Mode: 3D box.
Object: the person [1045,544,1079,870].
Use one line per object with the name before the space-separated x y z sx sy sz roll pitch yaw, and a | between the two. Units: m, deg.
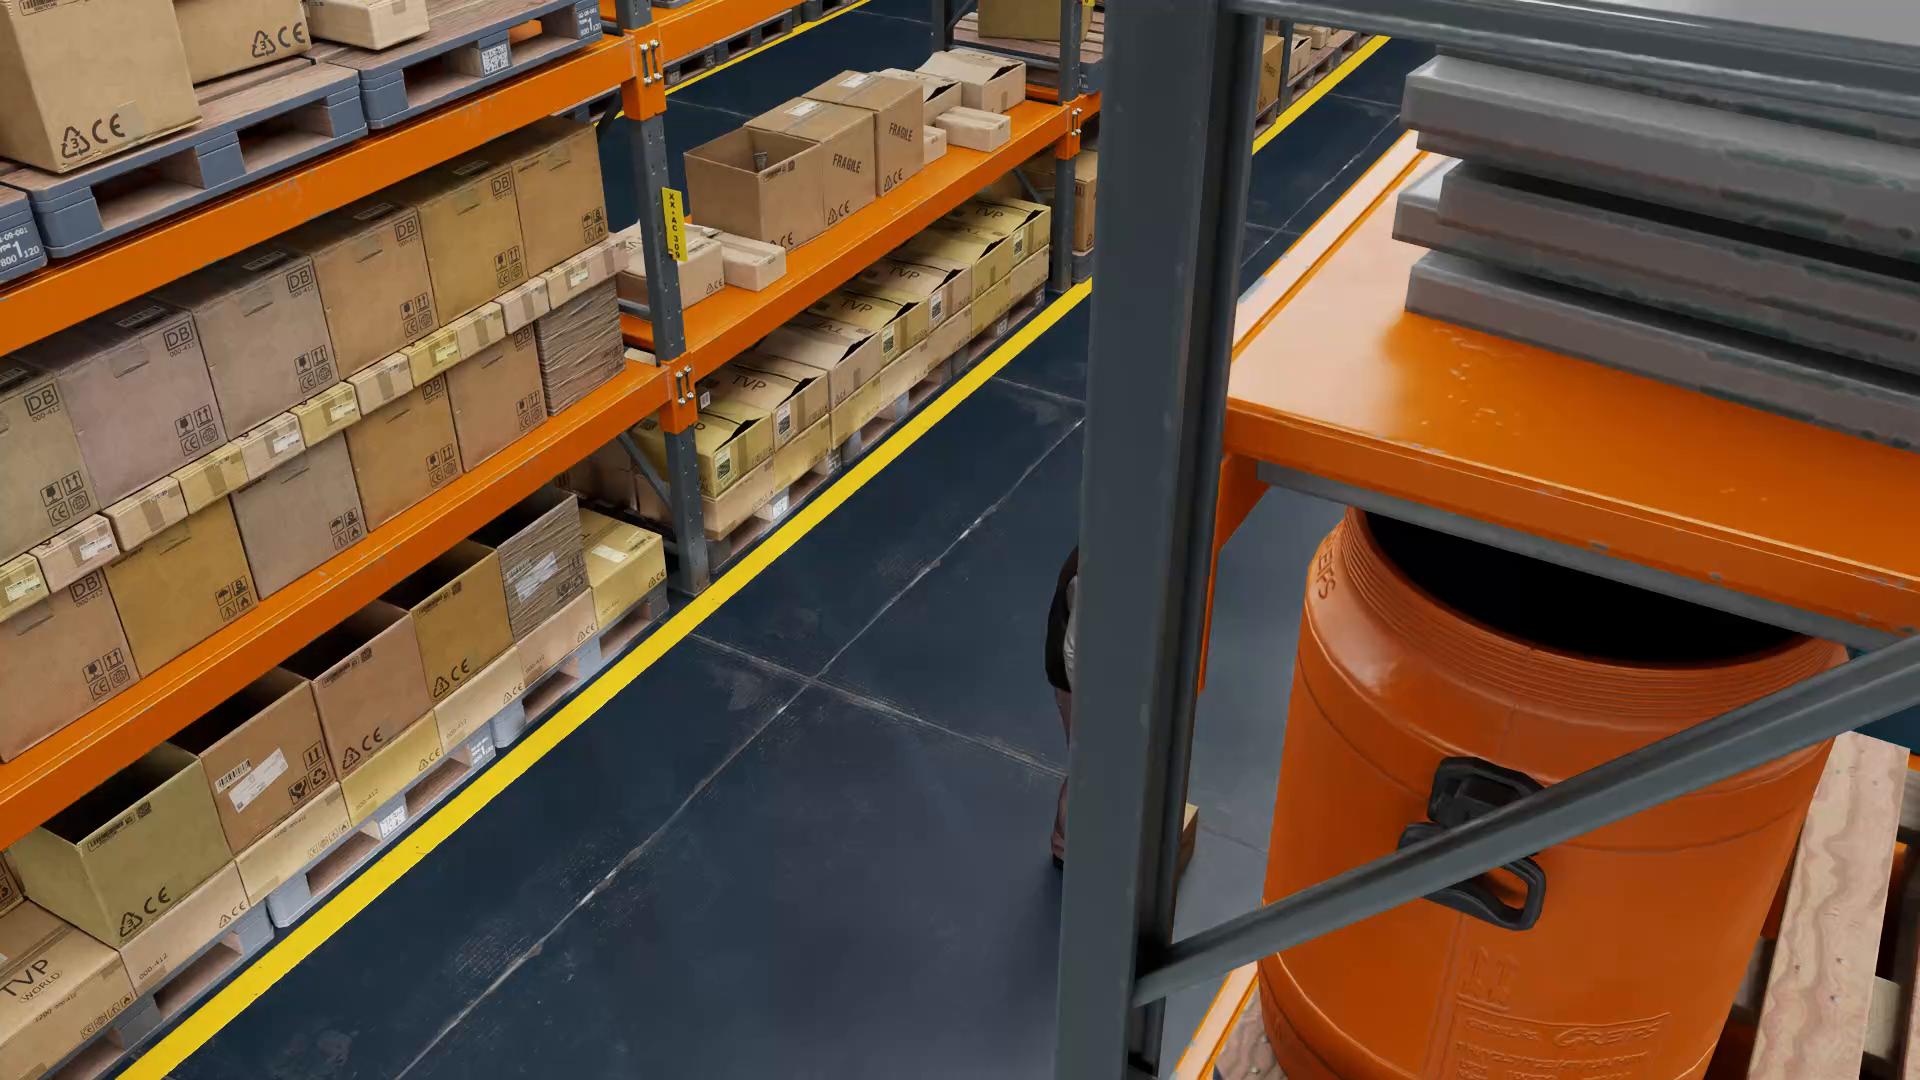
person | 0.548 0.513 6.400 0.417 1.722 0.591 16 37 22
